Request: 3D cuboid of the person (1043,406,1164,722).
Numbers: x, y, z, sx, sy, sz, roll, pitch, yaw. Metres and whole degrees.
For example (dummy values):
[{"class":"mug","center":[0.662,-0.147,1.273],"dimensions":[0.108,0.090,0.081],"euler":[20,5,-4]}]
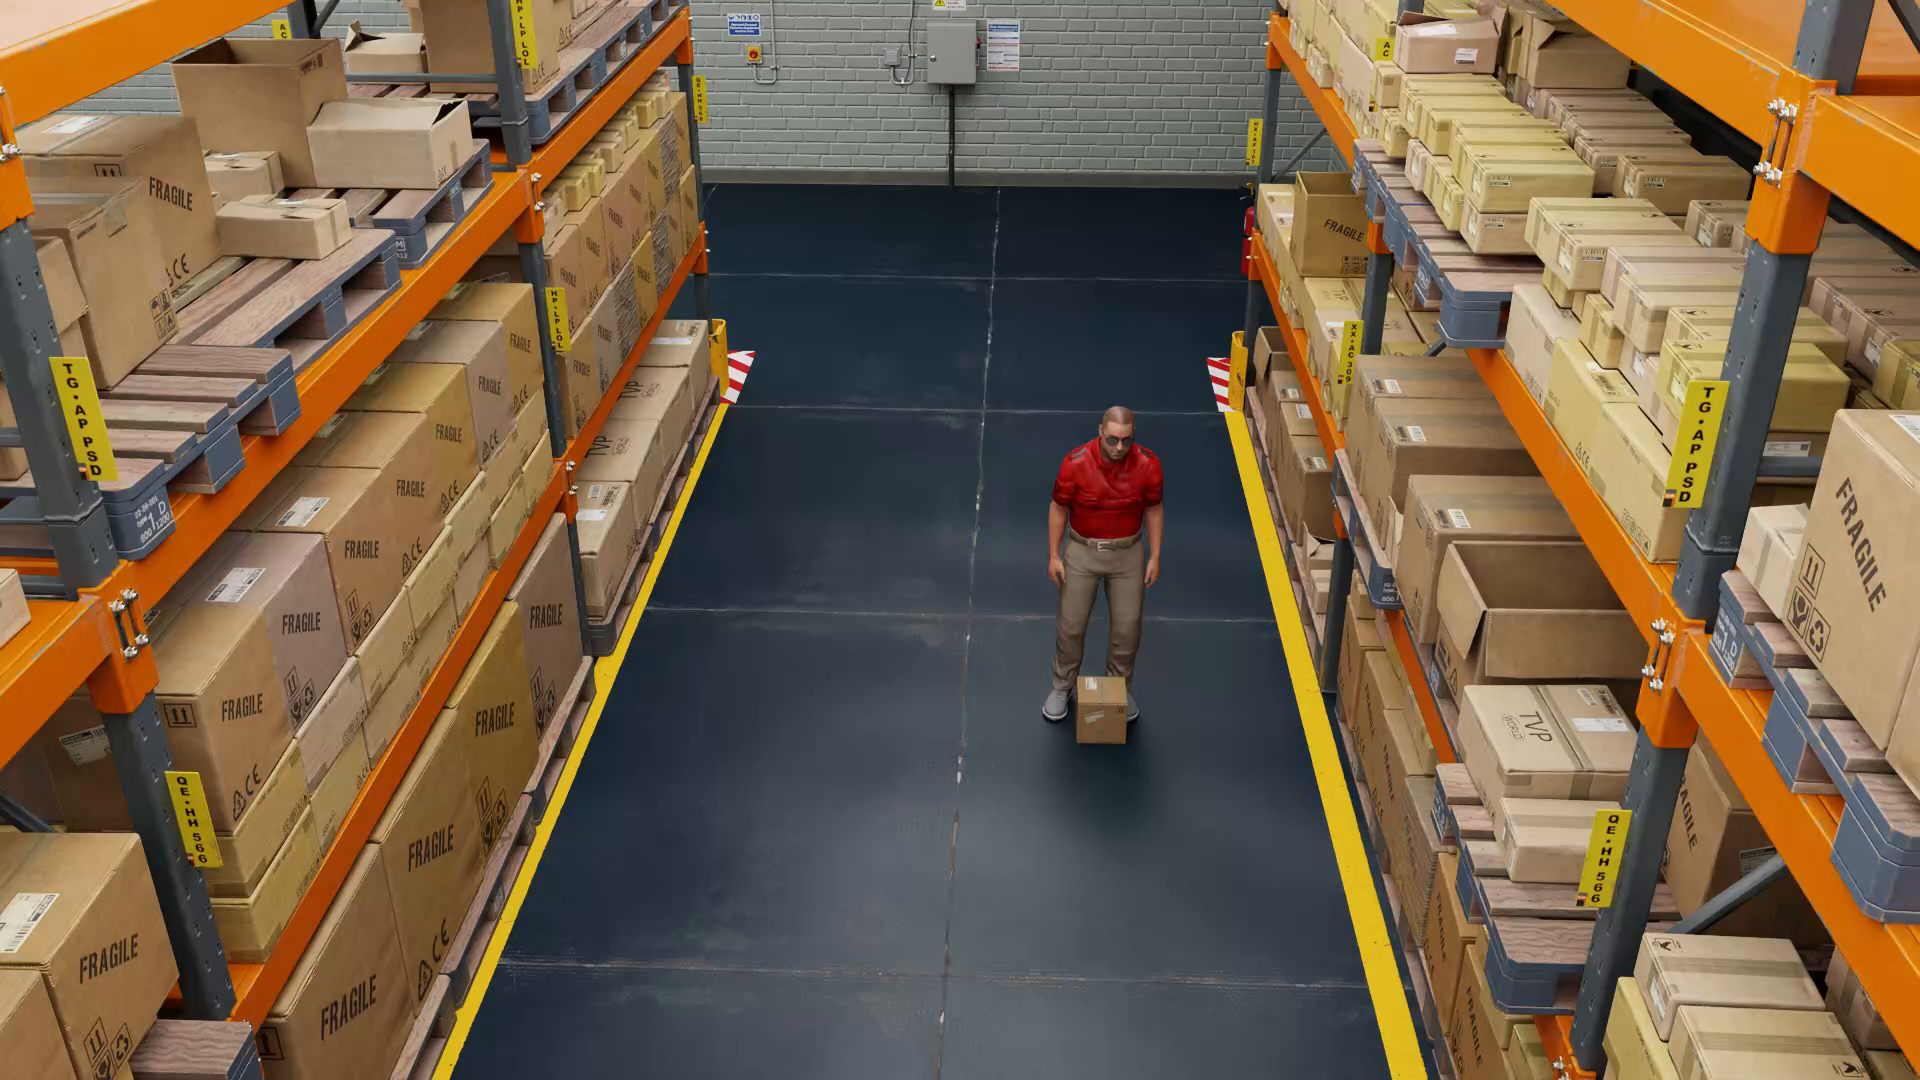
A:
[{"class":"person","center":[0.731,0.104,8.440],"dimensions":[0.597,1.725,0.401],"euler":[-1,28,-1]}]
